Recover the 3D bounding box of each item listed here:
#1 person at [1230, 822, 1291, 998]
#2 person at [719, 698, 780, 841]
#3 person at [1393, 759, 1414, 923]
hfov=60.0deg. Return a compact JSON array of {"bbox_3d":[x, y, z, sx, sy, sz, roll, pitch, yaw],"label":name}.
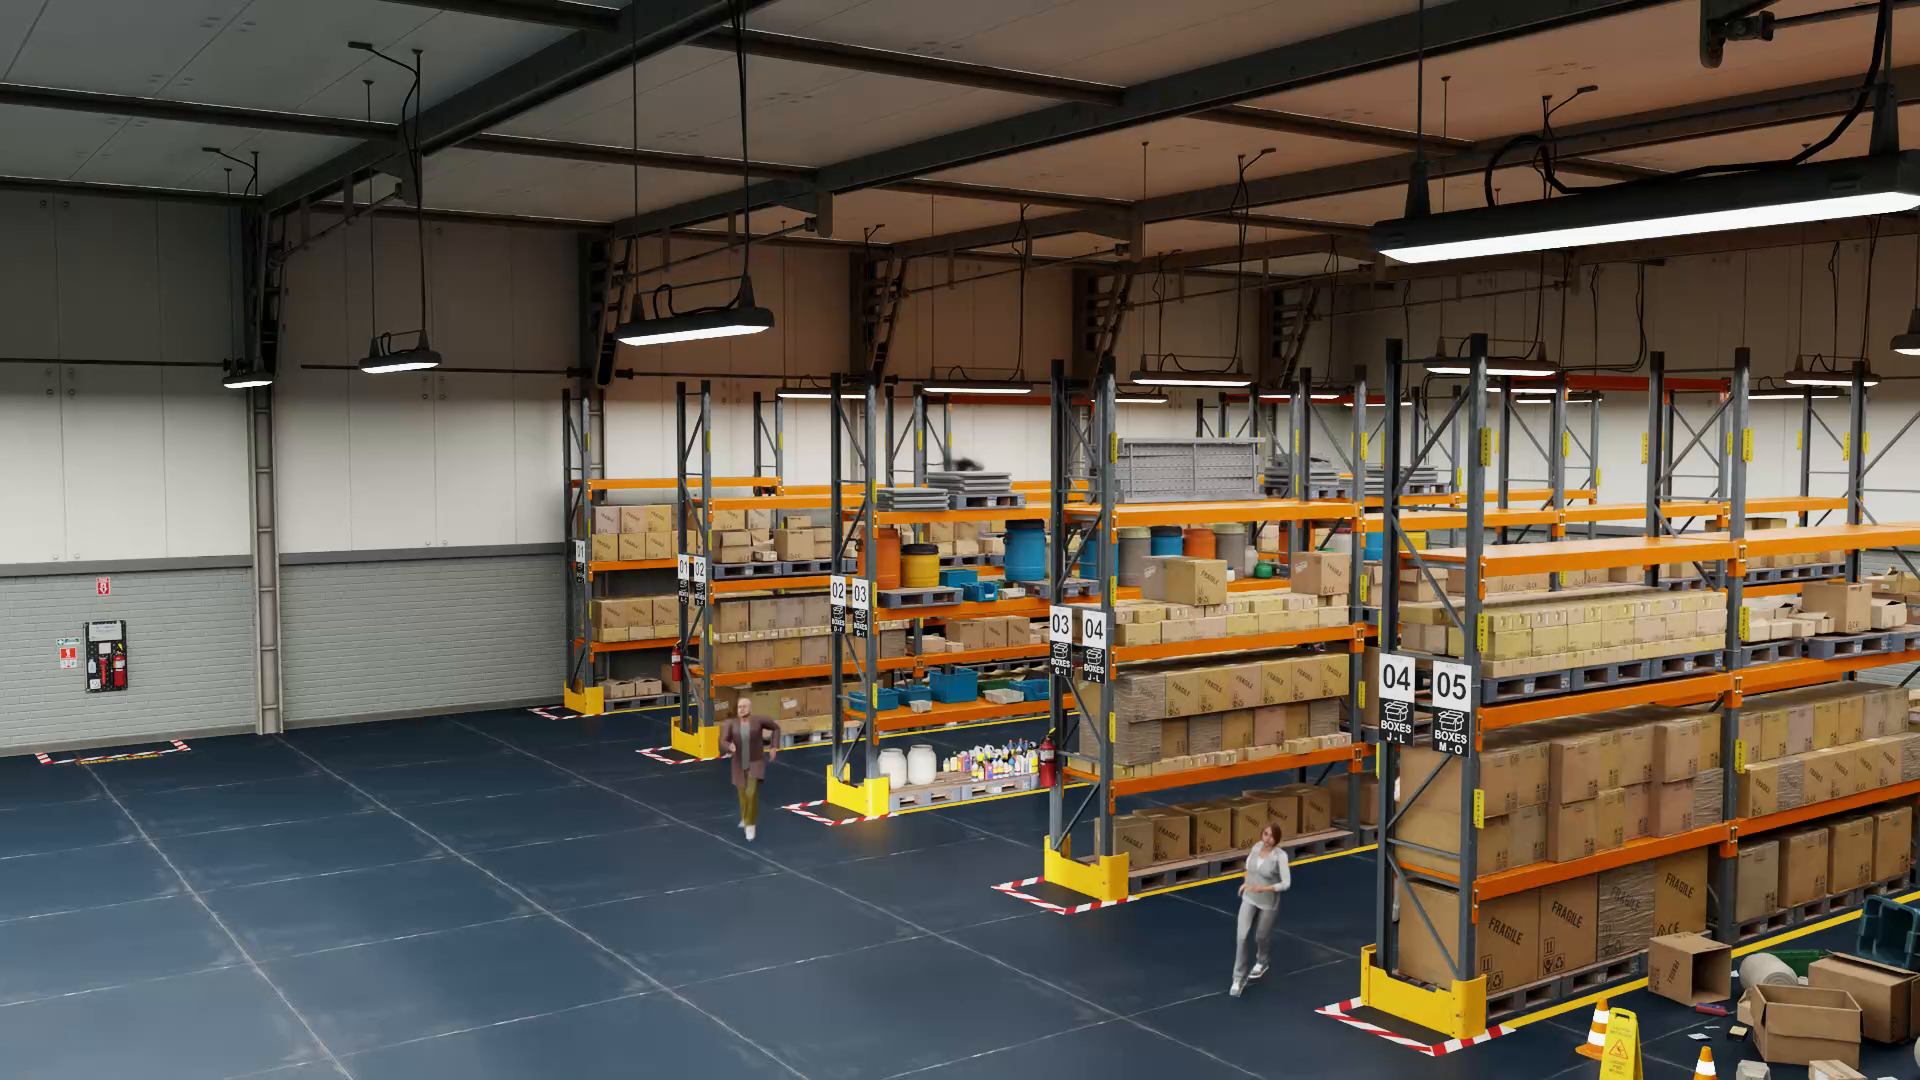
[{"bbox_3d":[2.833,3.393,15.383,0.523,1.619,0.695,2,4,30],"label":"person"},{"bbox_3d":[-2.695,2.913,21.294,0.722,1.807,0.963,1,4,8],"label":"person"},{"bbox_3d":[4.805,3.157,17.717,0.837,1.765,0.672,-3,5,-40],"label":"person"}]
